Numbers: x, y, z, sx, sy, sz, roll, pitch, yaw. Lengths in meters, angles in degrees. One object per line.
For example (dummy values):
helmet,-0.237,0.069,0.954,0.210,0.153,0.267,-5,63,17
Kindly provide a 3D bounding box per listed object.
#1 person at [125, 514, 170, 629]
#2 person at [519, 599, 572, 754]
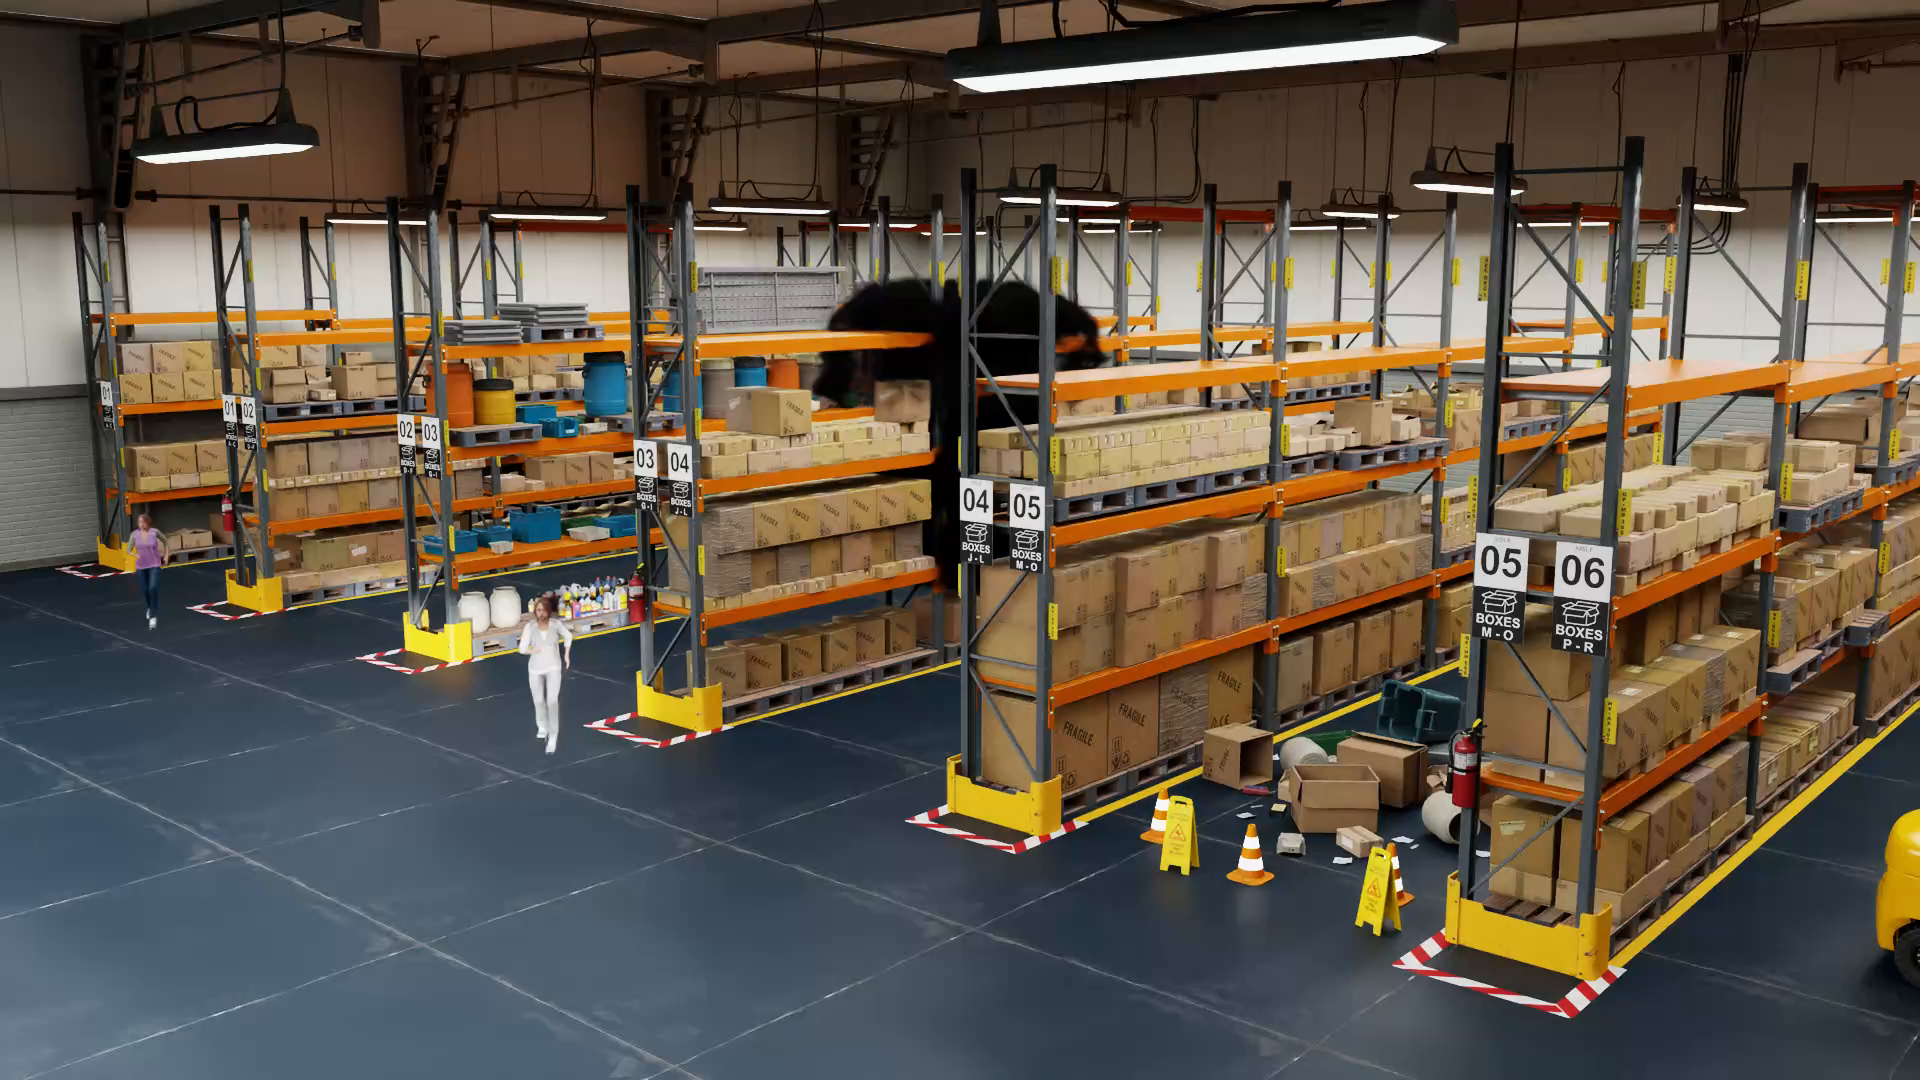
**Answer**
person,-11.665,0.470,23.928,0.559,1.539,0.737,-2,10,-14
person,-4.433,1.449,17.822,0.523,1.619,0.735,-1,10,-7
